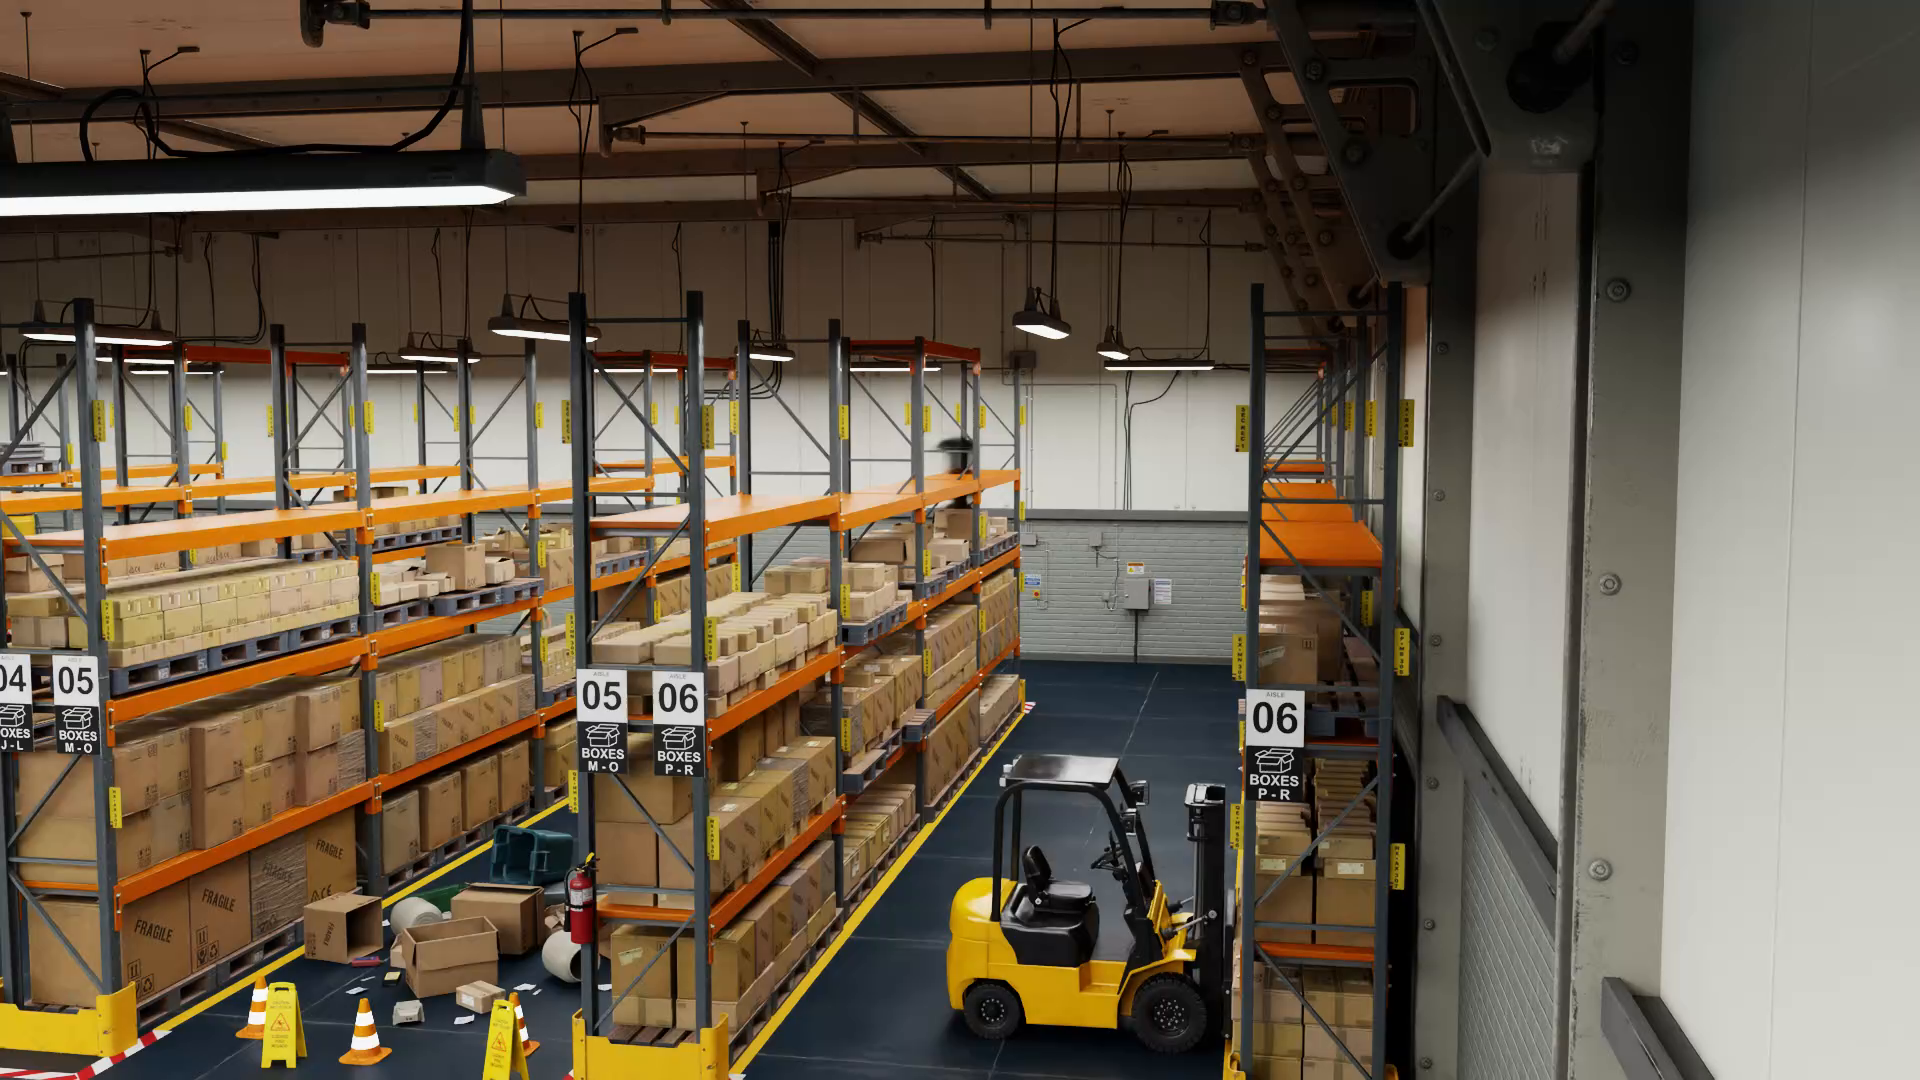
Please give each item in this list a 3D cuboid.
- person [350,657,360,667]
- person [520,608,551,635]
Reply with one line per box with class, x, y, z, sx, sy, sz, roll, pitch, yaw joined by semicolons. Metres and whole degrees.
person;-8.471;2.499;23.746;0.707;1.566;0.911;-2;5;-19
person;-7.882;1.853;30.903;0.584;1.662;0.909;-2;5;-22
